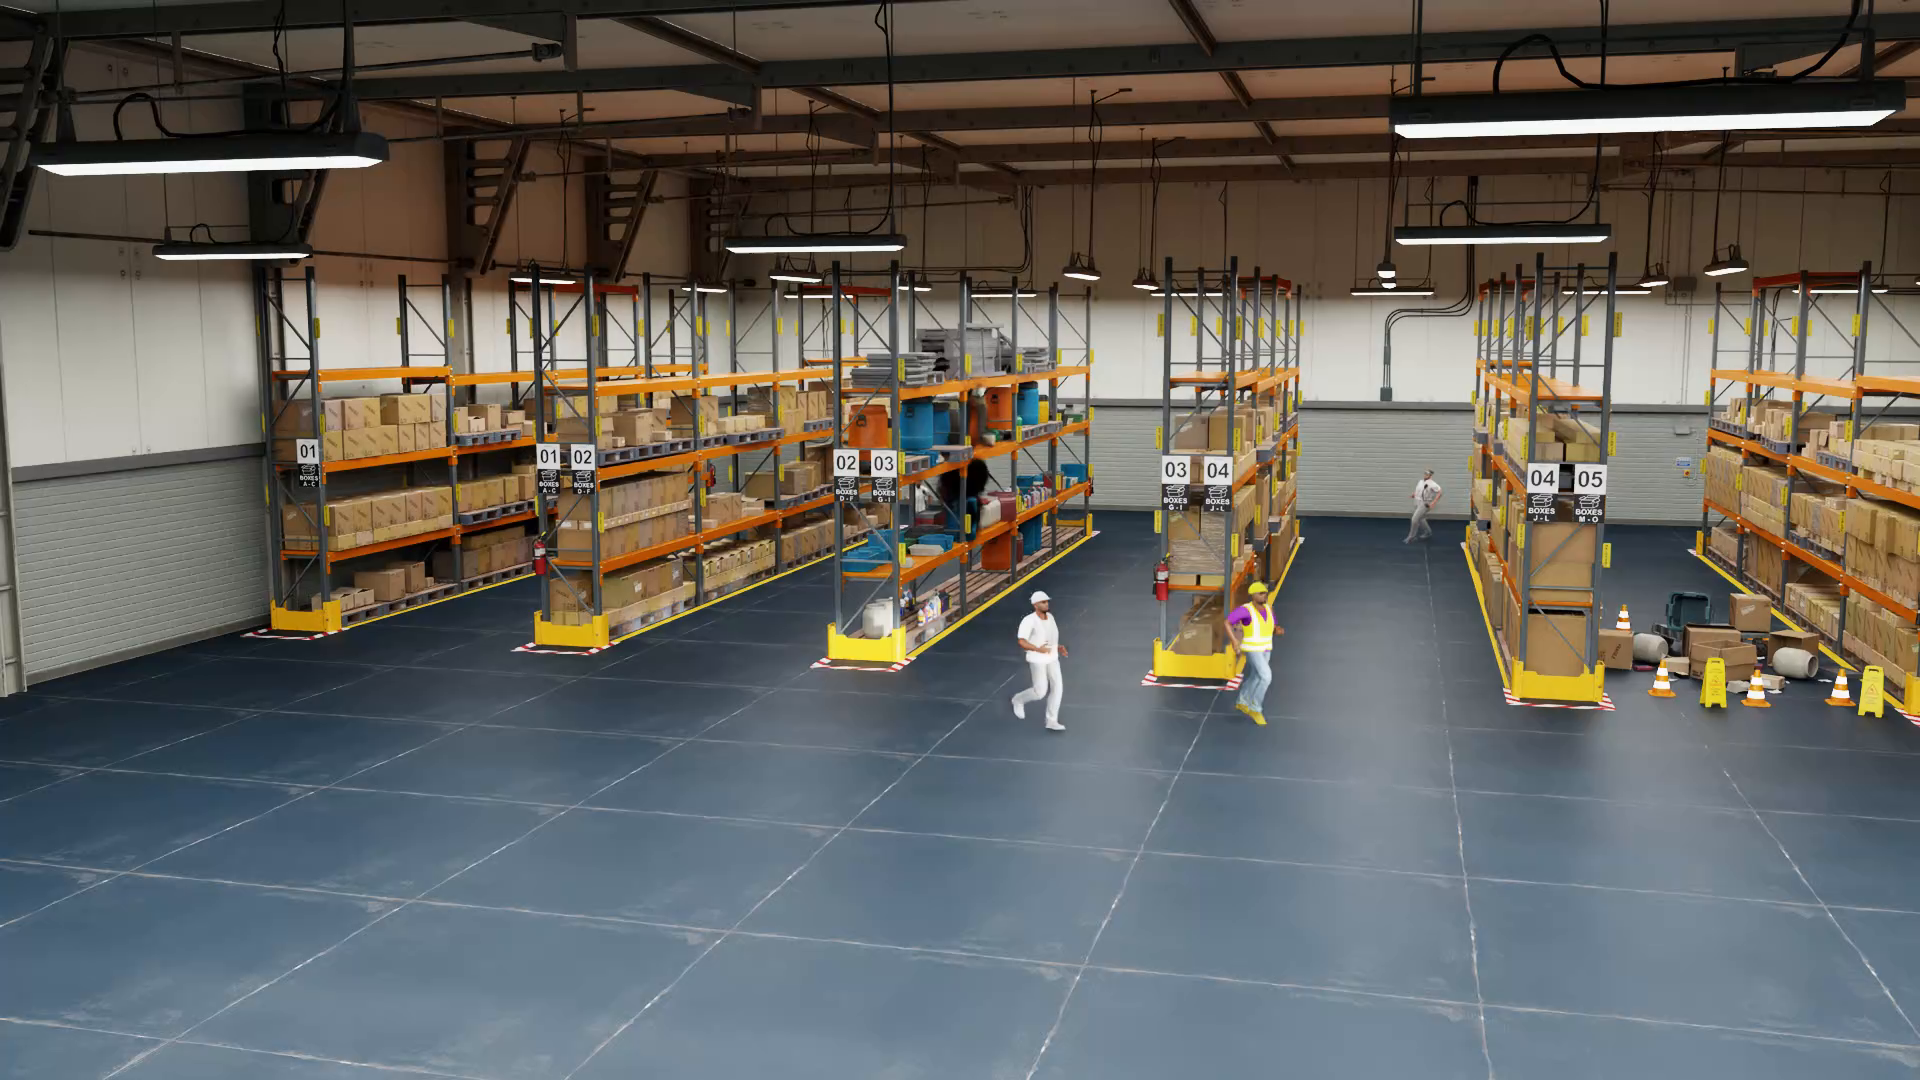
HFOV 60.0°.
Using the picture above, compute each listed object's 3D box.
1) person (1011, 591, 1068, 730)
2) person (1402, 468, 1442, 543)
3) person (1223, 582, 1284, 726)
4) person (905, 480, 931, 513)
[{"bbox_3d":[1.019,1.504,20.904,0.712,1.731,0.795,-7,10,-44],"label":"person"},{"bbox_3d":[10.854,-0.802,39.033,0.849,1.790,0.715,-2,7,-14],"label":"person"},{"bbox_3d":[3.797,1.446,21.239,0.674,1.823,0.752,-6,10,-41],"label":"person"},{"bbox_3d":[-0.959,-0.628,37.930,0.563,1.745,0.736,1,7,5],"label":"person"}]
